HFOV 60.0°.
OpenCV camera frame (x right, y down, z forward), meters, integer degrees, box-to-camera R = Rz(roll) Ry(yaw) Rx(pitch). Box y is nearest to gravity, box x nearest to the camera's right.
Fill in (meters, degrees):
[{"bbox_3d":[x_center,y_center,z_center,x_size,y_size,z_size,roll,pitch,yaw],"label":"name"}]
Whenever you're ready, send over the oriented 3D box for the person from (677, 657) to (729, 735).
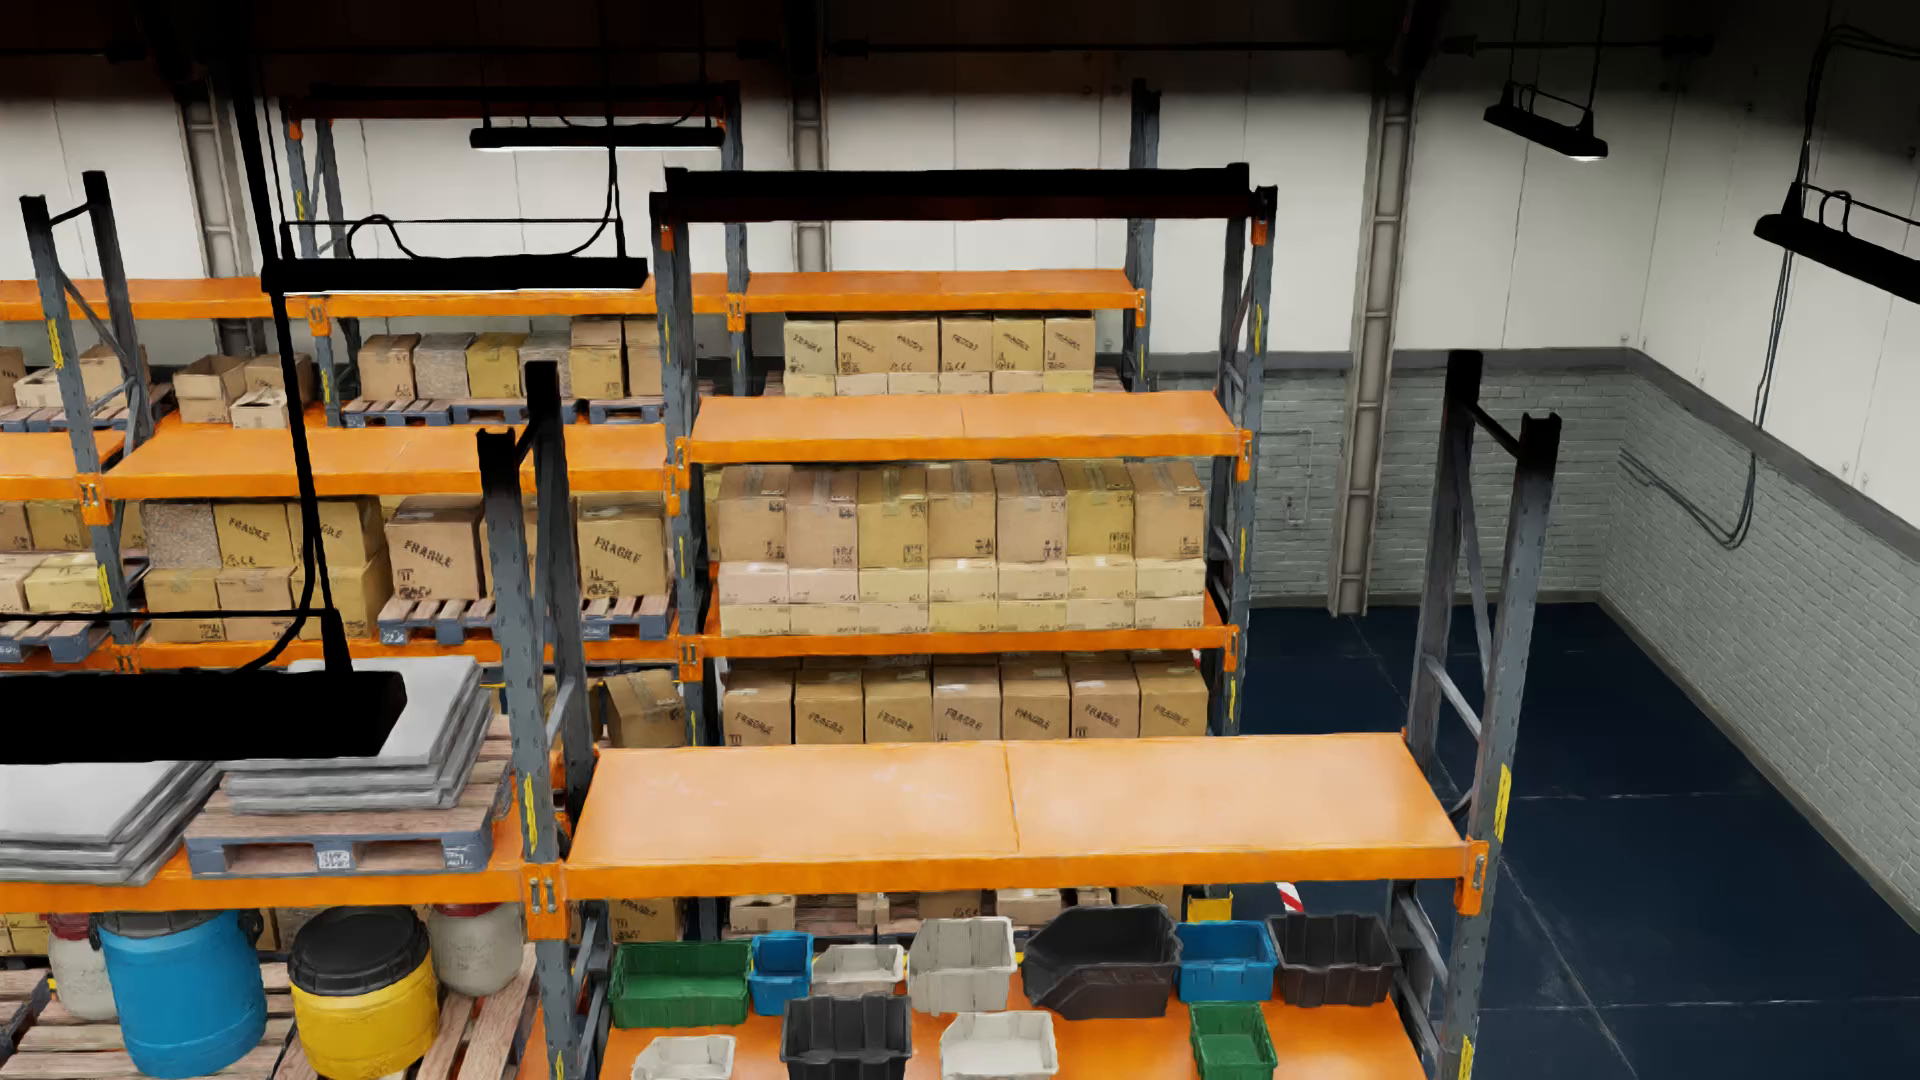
[{"bbox_3d":[-2.452,1.336,15.558,1.111,1.725,0.600,-1,22,-3],"label":"person"}]
